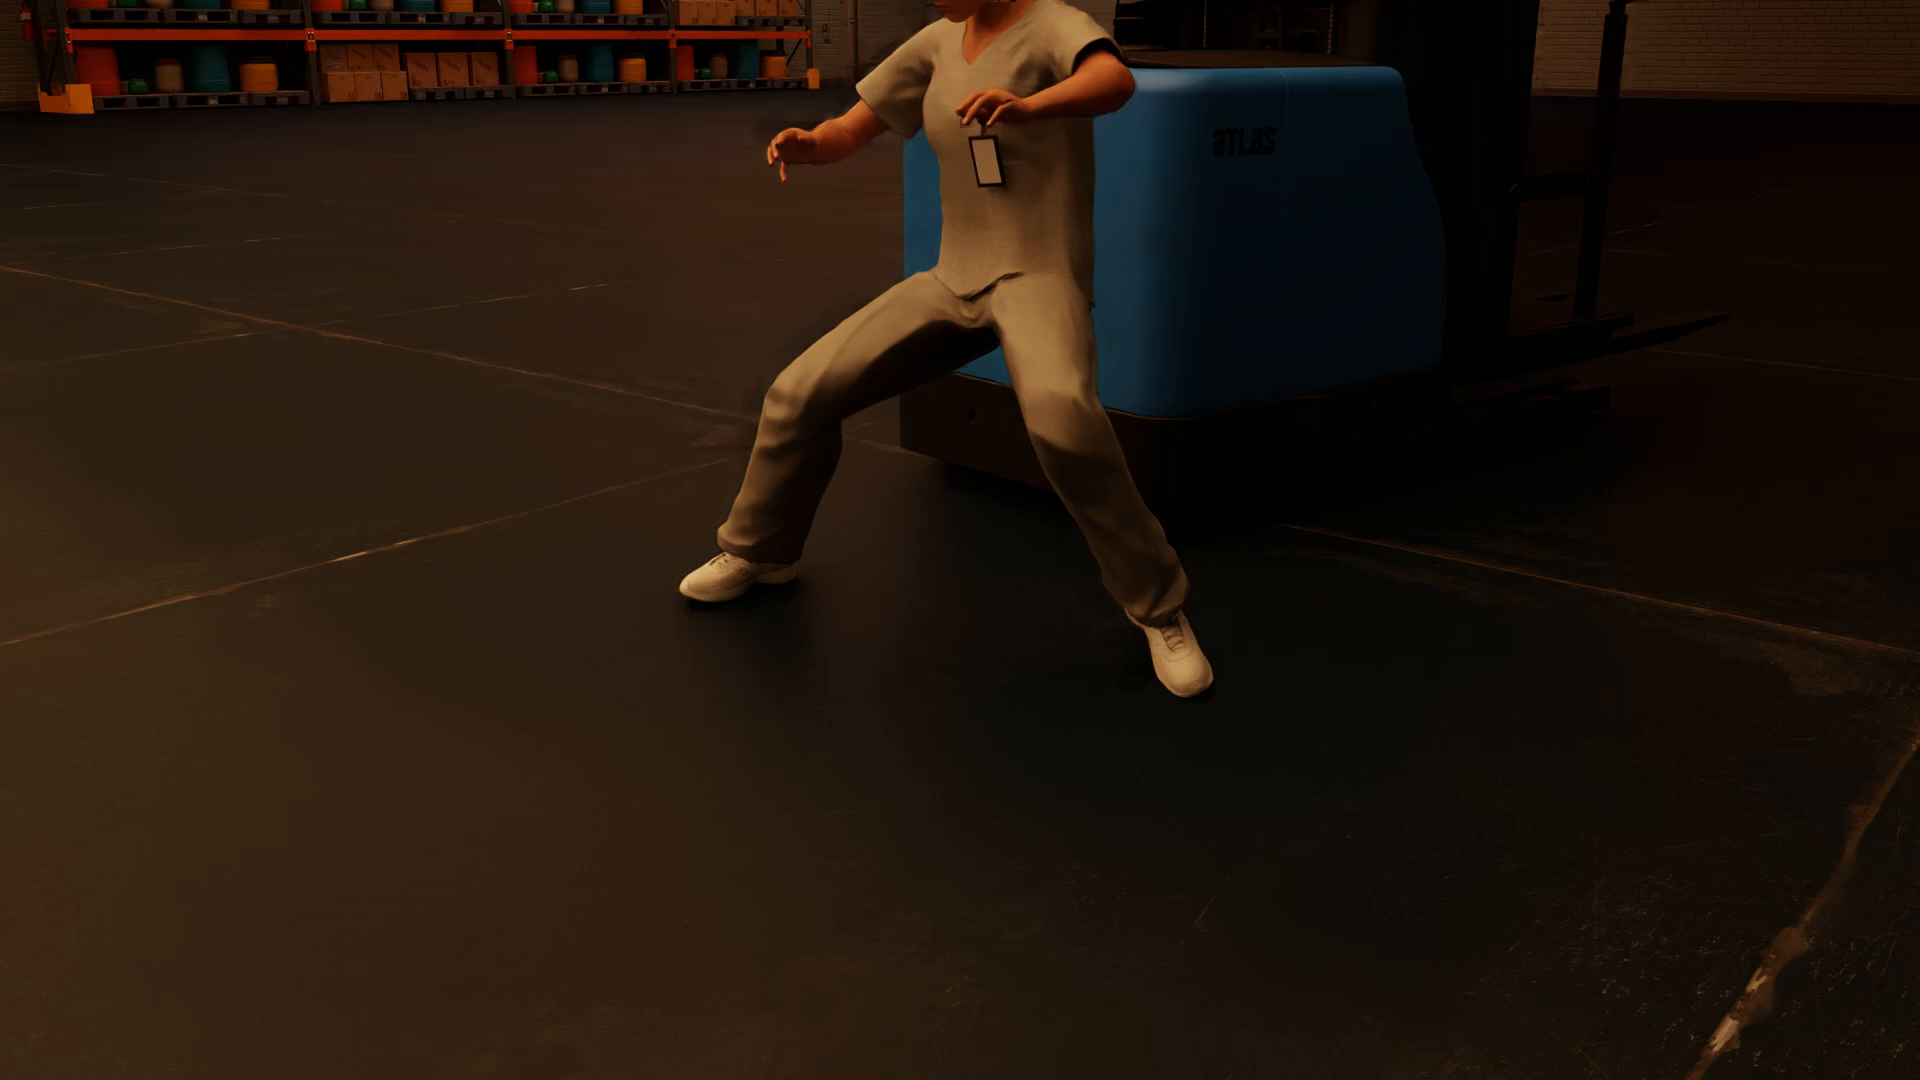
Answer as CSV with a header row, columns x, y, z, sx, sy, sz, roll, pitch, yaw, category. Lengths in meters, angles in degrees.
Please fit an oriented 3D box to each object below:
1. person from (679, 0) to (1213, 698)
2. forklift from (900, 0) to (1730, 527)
x,y,z,sx,sy,sz,roll,pitch,yaw,category
-0.031,-0.495,3.107,0.639,1.443,1.123,-14,22,-38,person
1.292,-1.764,4.708,3.031,2.935,1.130,-14,22,-38,forklift
